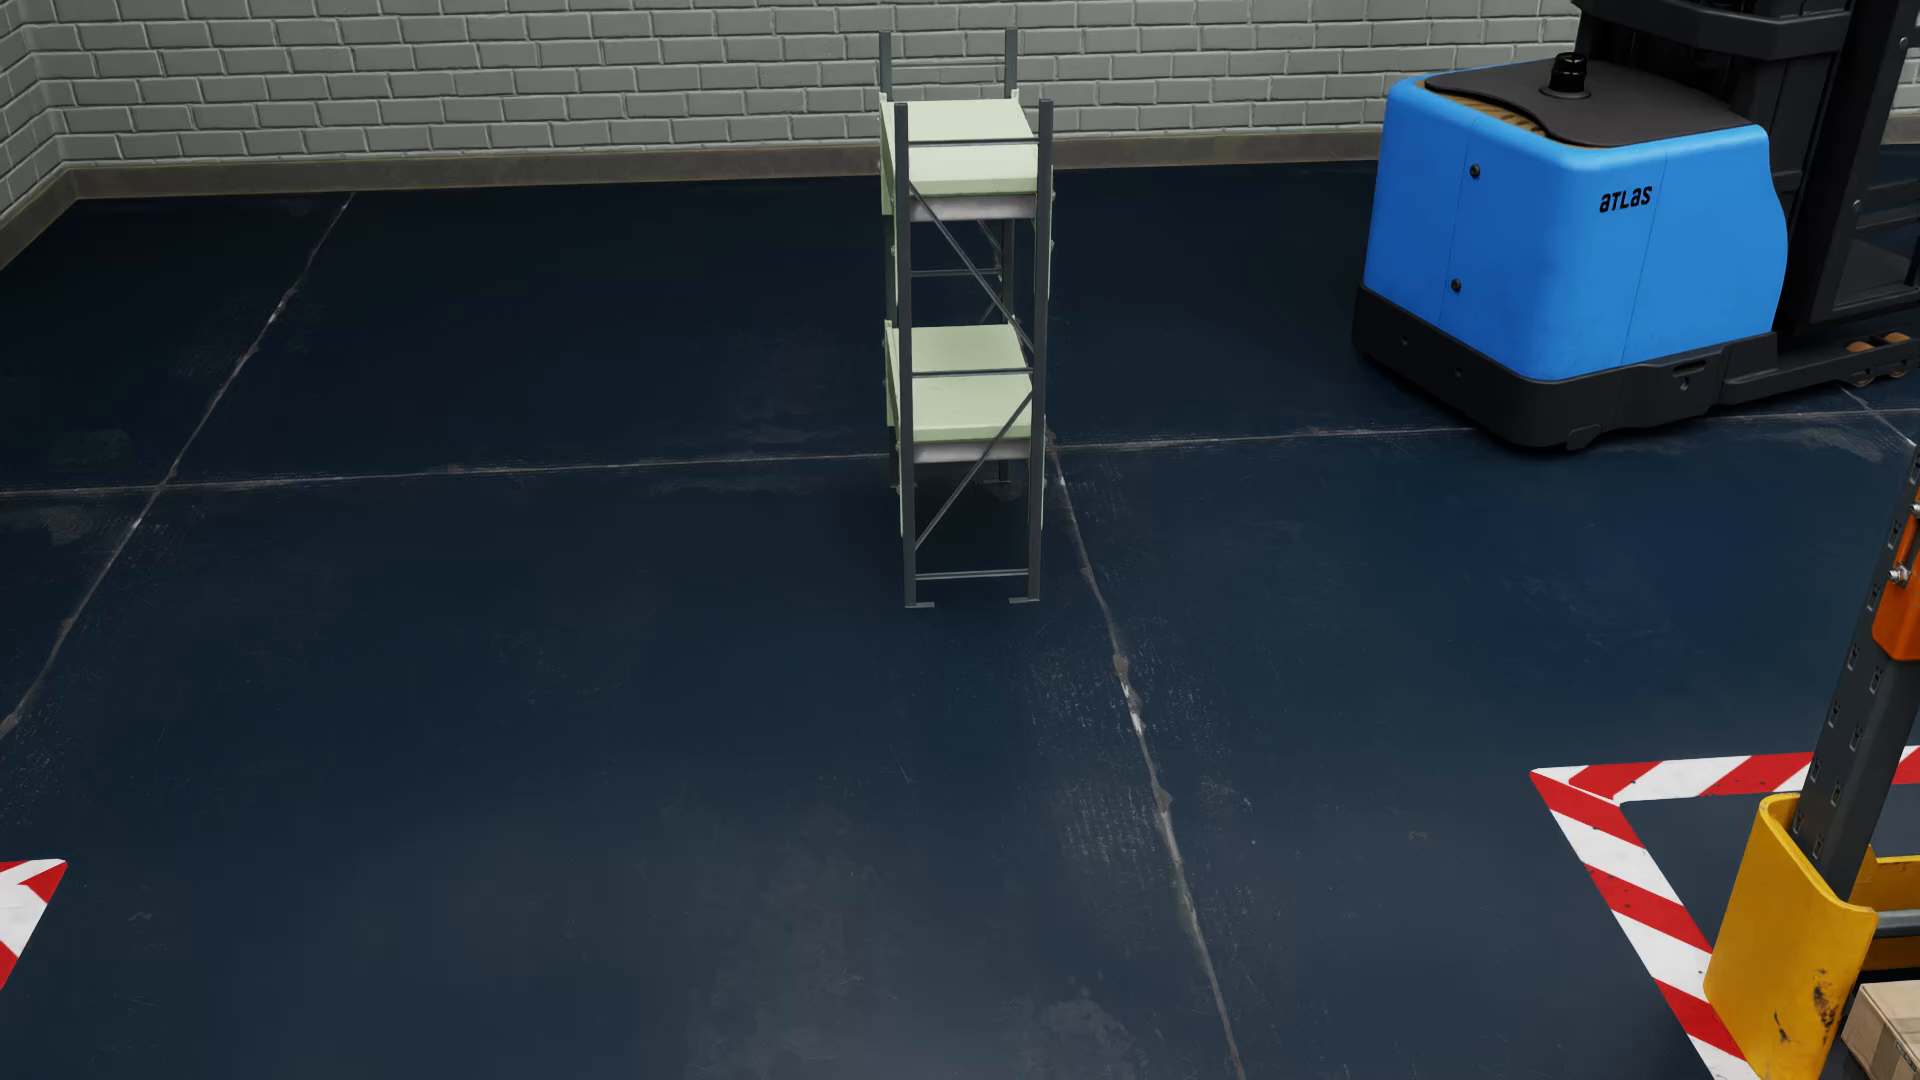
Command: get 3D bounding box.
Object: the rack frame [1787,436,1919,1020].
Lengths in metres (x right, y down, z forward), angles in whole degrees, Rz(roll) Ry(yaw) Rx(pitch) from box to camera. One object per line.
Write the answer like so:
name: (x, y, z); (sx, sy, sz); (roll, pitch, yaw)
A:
rack frame: (2.199, -0.314, 2.850); (1.000, 3.000, 0.127); (-3, 31, -5)

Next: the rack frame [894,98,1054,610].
rack frame: (0.035, -0.454, 4.547); (0.400, 1.500, 0.023); (-3, 31, -5)

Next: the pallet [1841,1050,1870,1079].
pallet: (2.282, 1.329, 2.819); (1.003, 0.211, 1.213); (-3, 31, -5)

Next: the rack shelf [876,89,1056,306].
rack shelf: (0.001, -0.976, 4.660); (0.431, 0.370, 0.720); (-3, 31, -5)

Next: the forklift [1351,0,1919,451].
forklift: (3.061, -2.061, 5.842); (3.031, 2.935, 1.130); (-13, 33, -21)

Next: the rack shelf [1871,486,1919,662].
rack shelf: (2.386, 1.016, 1.325); (1.077, 0.370, 4.000); (-3, 31, -5)

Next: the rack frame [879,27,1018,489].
rack frame: (-0.034, -0.827, 5.173); (0.400, 1.500, 0.023); (-3, 31, -5)

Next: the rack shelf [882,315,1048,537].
rack shelf: (0.001, -0.361, 5.027); (0.431, 0.370, 0.720); (-3, 31, -5)

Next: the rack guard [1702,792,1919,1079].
rack guard: (2.206, 0.798, 3.426); (1.175, 0.500, 0.348); (-3, 31, -5)

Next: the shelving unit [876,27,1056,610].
shelving unit: (0.001, -0.640, 4.860); (0.431, 1.500, 0.755); (-3, 31, -5)

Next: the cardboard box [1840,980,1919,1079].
cardboard box: (1.896, 0.951, 3.083); (0.380, 0.149, 0.250); (-3, 31, -5)
